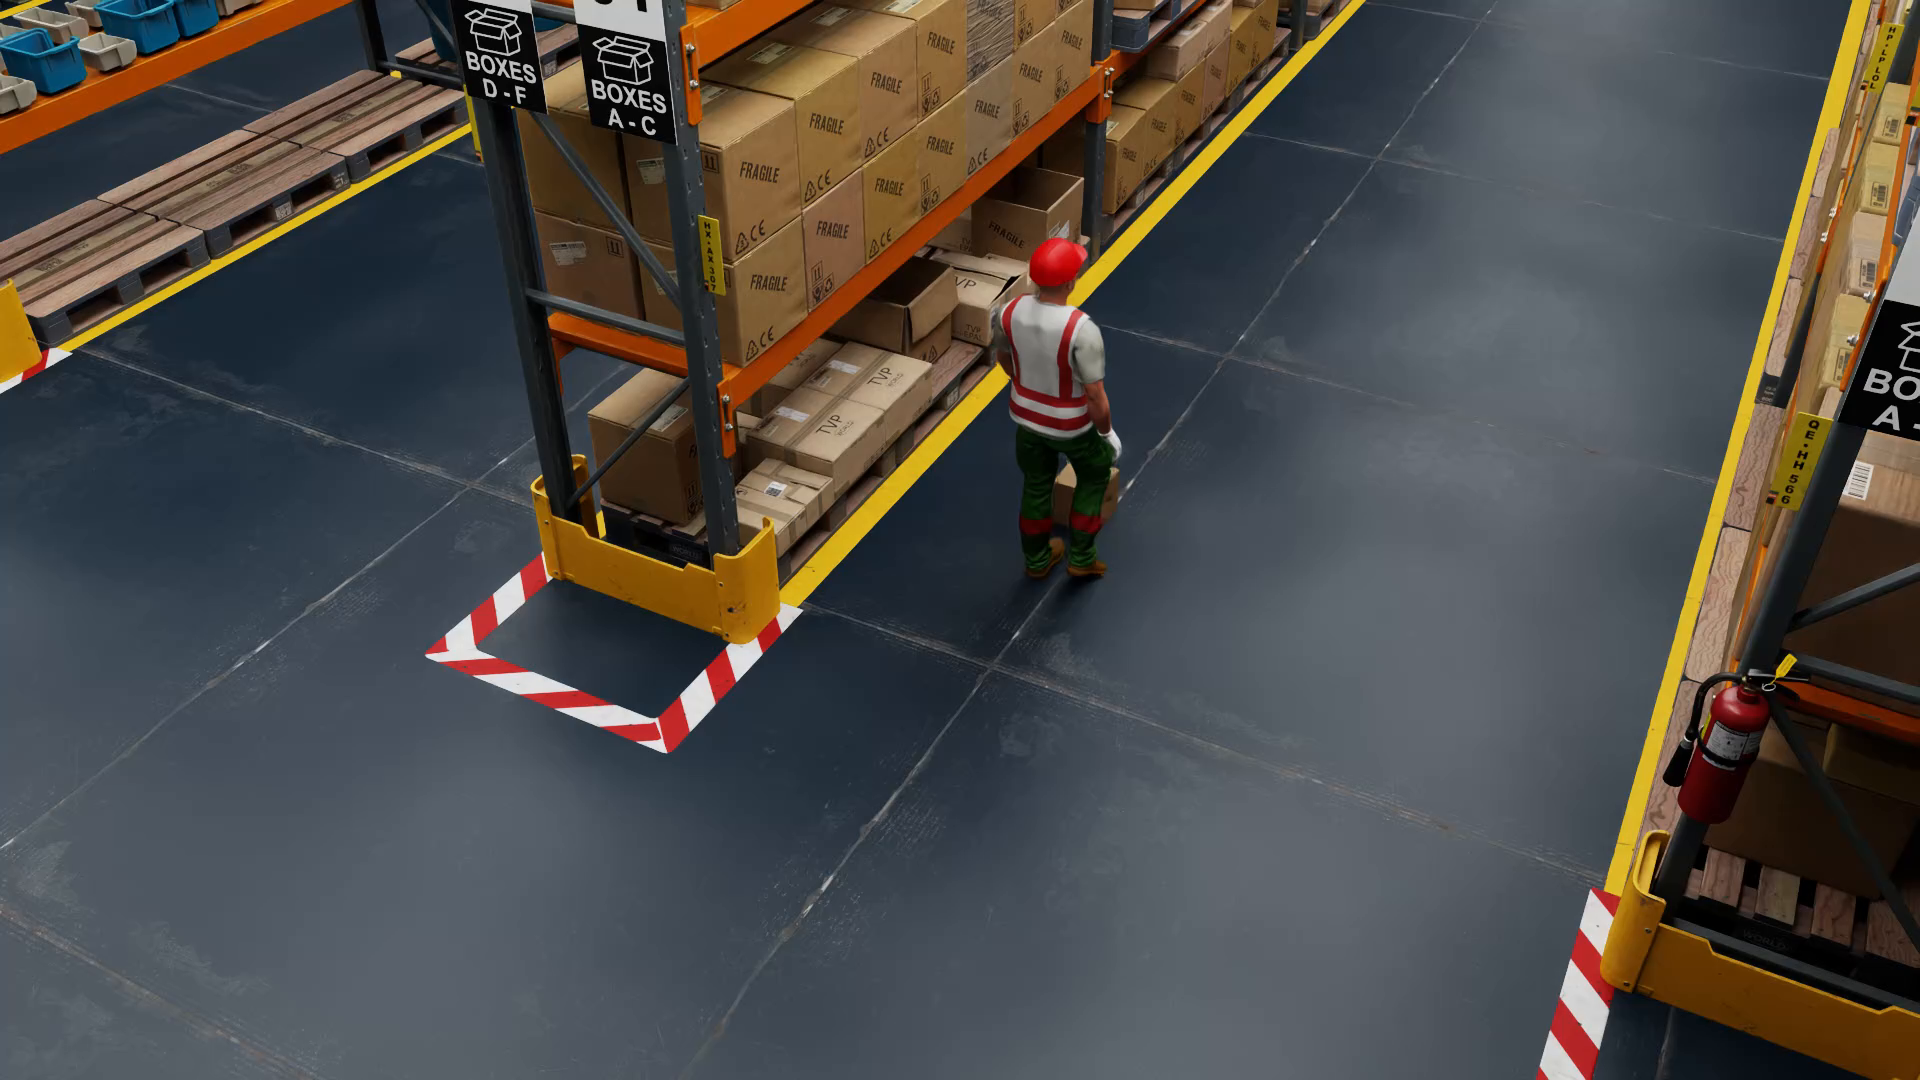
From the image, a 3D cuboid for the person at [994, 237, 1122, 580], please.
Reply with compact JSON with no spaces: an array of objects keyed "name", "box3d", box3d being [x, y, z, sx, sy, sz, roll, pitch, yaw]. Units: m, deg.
[{"name":"person","box3d":[0.468,-0.537,7.468,0.635,1.852,0.462,20,42,24]}]
